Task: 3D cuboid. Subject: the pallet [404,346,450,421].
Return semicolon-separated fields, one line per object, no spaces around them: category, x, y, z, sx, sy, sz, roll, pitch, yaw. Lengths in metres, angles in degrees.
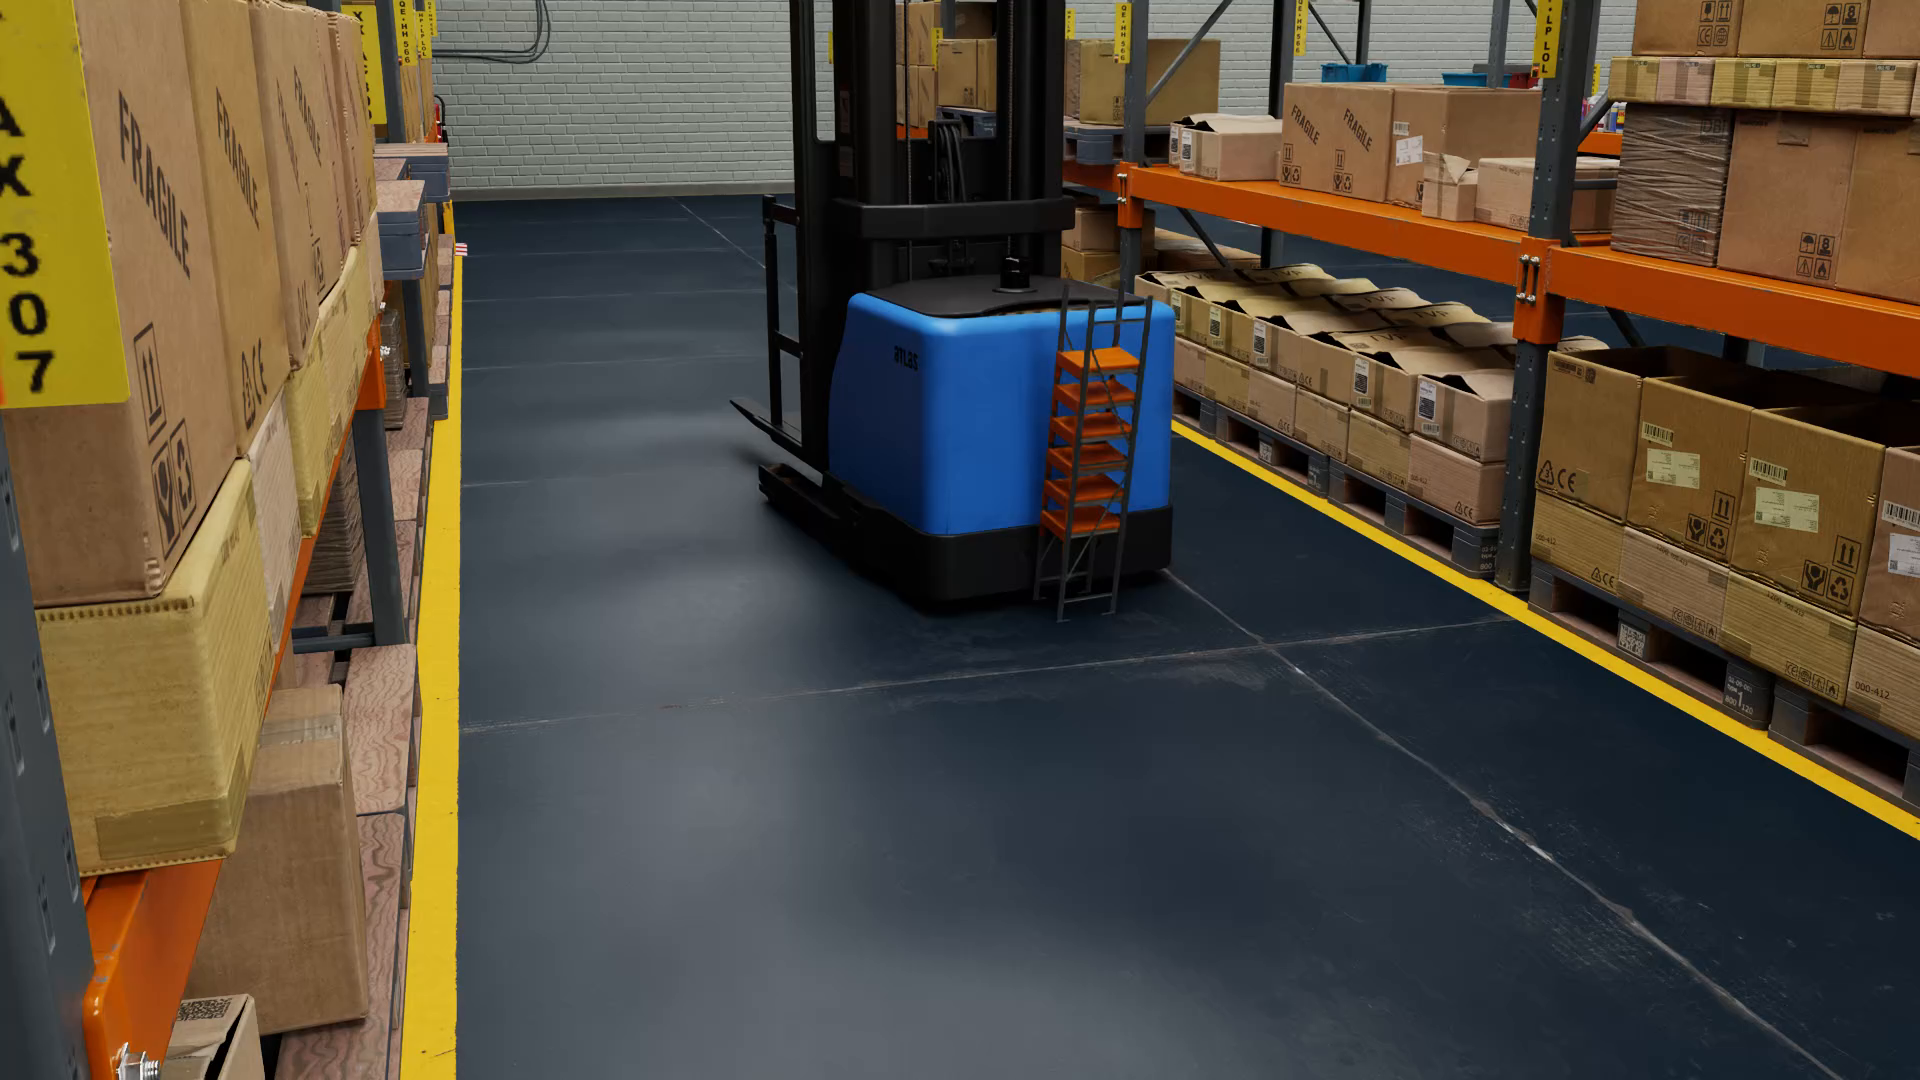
pallet;-3.464;-0.888;9.542;1.003;0.211;1.213;-5;17;-15

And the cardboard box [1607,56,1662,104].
cardboard box;2.429;-1.555;5.612;0.380;0.149;0.250;-5;17;-15

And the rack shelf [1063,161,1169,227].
rack shelf;0.892;-2.601;11.647;1.077;0.370;4.000;-5;17;-15

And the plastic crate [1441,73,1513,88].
plastic crate;4.650;-4.013;15.019;0.392;0.384;0.575;-5;17;-15

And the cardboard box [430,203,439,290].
cardboard box;-4.116;-2.108;11.763;0.750;0.750;0.750;-4;17;-15

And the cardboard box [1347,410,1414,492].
cardboard box;2.011;-0.402;7.126;0.500;0.250;0.500;-5;17;-16

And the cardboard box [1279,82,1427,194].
cardboard box;1.919;-1.977;8.147;0.500;0.500;0.500;-6;18;-18

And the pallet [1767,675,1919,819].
pallet;3.058;0.611;4.551;1.003;0.211;1.213;-5;17;-15

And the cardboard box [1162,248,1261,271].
cardboard box;1.592;-1.554;10.493;0.500;0.500;0.500;-4;17;-13

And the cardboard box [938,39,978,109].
cardboard box;0.258;-3.599;12.815;0.700;0.500;0.500;-12;20;-34

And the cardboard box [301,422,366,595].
cardboard box;-2.439;-0.109;5.681;0.700;0.500;0.500;-4;17;-13

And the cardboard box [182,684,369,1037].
cardboard box;-1.535;0.637;3.199;0.700;0.500;0.500;-6;18;-19

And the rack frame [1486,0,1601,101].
rack frame;5.106;-3.889;14.686;1.000;3.000;0.127;-5;17;-15

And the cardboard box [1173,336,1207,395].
cardboard box;1.442;-0.969;9.015;0.500;0.250;0.500;-5;17;-17

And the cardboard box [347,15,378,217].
cardboard box;-1.793;-1.084;4.268;0.500;0.500;0.500;-5;17;-15

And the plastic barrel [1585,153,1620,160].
plastic barrel;5.434;-2.738;13.770;0.600;0.901;0.708;-5;17;-15

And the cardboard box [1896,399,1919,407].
cardboard box;3.146;-0.141;4.953;0.500;0.500;0.500;-5;17;-15

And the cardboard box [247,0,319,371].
cardboard box;-1.226;-0.520;2.393;0.500;0.500;0.500;-5;18;-17

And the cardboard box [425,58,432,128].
cardboard box;-4.957;-3.804;13.880;0.980;0.700;0.700;-6;18;-18

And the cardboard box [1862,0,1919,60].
cardboard box;2.946;-1.555;4.484;0.700;0.500;0.500;-5;17;-15

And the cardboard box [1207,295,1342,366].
cardboard box;1.594;-1.091;8.445;0.500;0.311;0.500;-5;17;-17

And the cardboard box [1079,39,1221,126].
cardboard box;1.160;-2.807;10.177;0.700;0.500;0.500;-12;20;-34

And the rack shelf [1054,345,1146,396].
rack shelf;0.478;-0.583;5.698;0.258;0.103;0.180;-8;28;-24

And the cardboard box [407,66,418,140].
cardboard box;-3.342;-2.500;9.334;0.500;0.500;0.500;-4;17;-13

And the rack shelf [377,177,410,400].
rack shelf;-2.770;-1.102;6.657;1.077;0.370;4.000;-5;17;-15

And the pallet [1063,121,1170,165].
pallet;1.188;-2.482;10.335;1.213;0.211;1.003;-5;17;-15

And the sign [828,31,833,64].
sign;-1.278;-4.977;16.801;0.100;0.325;0.005;-5;17;-15

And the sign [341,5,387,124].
sign;-1.701;-1.353;4.737;0.100;0.325;0.005;-5;17;-15

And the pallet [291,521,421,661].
pallet;-2.436;0.227;5.829;1.003;0.211;1.213;-5;17;-15

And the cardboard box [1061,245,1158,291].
cardboard box;0.959;-1.646;10.798;0.500;0.500;0.500;-4;17;-13

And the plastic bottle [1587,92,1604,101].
plastic bottle;5.525;-3.746;14.426;0.152;0.276;0.135;-5;17;-15

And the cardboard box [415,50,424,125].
cardboard box;-3.900;-3.058;11.192;0.500;0.500;0.500;-5;17;-15

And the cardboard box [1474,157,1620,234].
cardboard box;2.364;-1.347;6.482;0.500;0.250;0.500;-4;17;-12

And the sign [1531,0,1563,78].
sign;2.022;-1.757;5.712;0.100;0.325;0.005;-5;17;-15

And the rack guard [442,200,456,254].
rack guard;-5.525;-3.022;16.143;1.175;0.500;0.348;-5;17;-15

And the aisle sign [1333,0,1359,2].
aisle sign;4.269;-6.284;18.138;0.394;0.787;0.004;-5;17;-15

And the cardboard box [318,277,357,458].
cardboard box;-1.378;-0.308;2.991;0.500;0.250;0.500;-5;17;-15

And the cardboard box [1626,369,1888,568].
cardboard box;2.513;-0.239;5.278;0.500;0.500;0.500;-5;17;-15

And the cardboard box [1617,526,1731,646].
cardboard box;2.510;0.121;5.385;0.500;0.250;0.500;-5;17;-15

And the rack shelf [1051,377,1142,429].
rack shelf;0.470;-0.475;5.748;0.258;0.103;0.180;-8;28;-24

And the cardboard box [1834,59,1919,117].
cardboard box;2.711;-1.272;4.672;0.380;0.149;0.250;-5;18;-17

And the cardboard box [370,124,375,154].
cardboard box;-3.002;-1.976;7.379;0.700;0.500;0.500;-6;18;-20

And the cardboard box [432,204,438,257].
cardboard box;-4.800;-2.606;14.030;0.700;0.500;0.500;-4;17;-14

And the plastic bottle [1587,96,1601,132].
plastic bottle;5.122;-3.416;13.324;0.152;0.276;0.135;-5;17;-15

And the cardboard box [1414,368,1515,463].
cardboard box;2.154;-0.528;6.571;0.500;0.311;0.500;-5;17;-15

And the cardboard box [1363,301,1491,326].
cardboard box;2.243;-0.998;8.135;0.500;0.311;0.500;-4;17;-14

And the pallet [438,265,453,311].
pallet;-4.553;-1.987;13.200;1.003;0.211;1.213;-5;17;-15

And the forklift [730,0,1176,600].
forklift;-0.259;-1.567;7.074;1.130;2.935;3.031;-7;18;-23

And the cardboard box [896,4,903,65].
cardboard box;-0.327;-4.426;14.560;0.500;0.500;0.500;-5;17;-15

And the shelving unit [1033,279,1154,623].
shelving unit;0.457;-0.298;5.831;0.258;1.200;0.189;-8;28;-24

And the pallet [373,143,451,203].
pallet;-3.022;-1.719;7.794;1.213;0.211;1.003;-5;17;-15

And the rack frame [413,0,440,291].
rack frame;-4.419;-3.106;12.078;1.000;3.000;0.127;-5;17;-15
